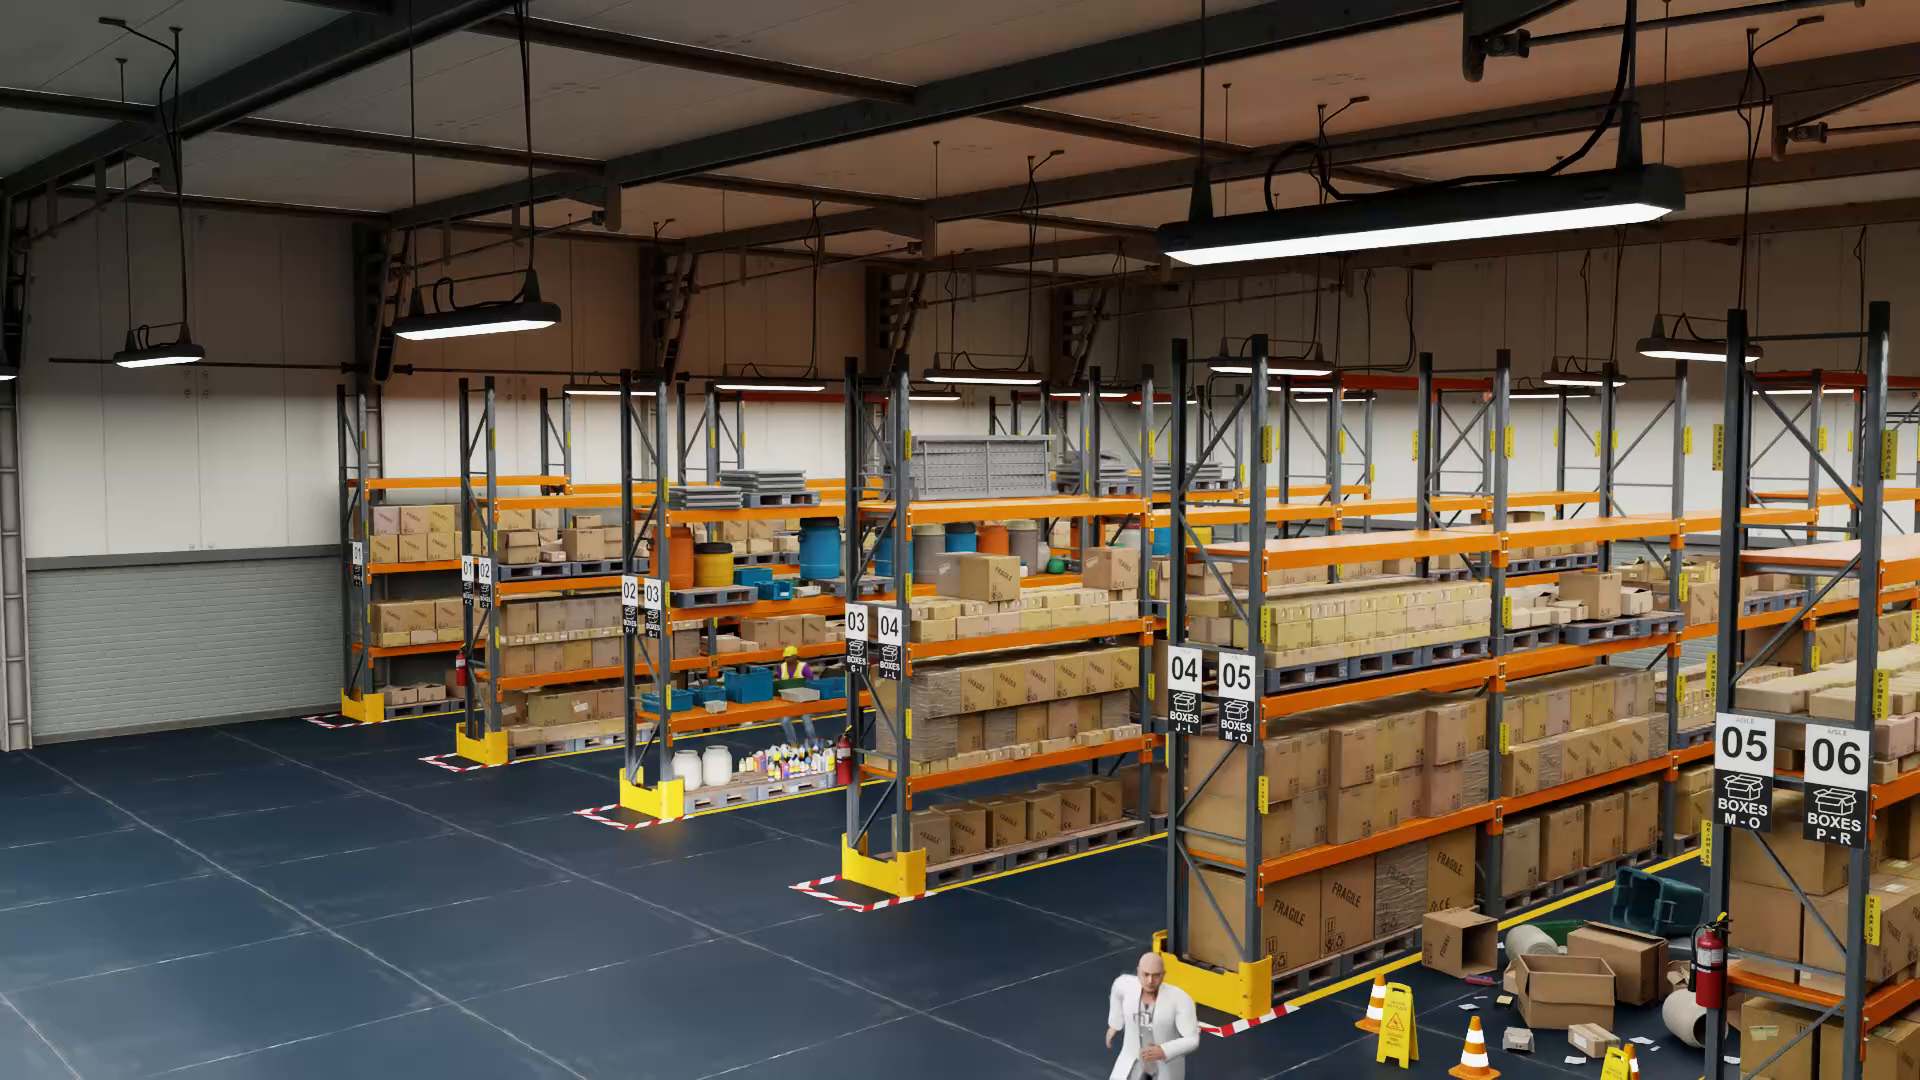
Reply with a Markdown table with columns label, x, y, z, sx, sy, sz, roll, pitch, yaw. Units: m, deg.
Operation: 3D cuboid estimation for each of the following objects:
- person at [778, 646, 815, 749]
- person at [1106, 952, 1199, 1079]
| label | x | y | z | sx | sy | sz | roll | pitch | yaw |
| --- | --- | --- | --- | --- | --- | --- | --- | --- | --- |
| person | -2.619 | 2.552 | 26.711 | 0.647 | 1.737 | 0.619 | 1 | 4 | 8 |
| person | 1.297 | 3.577 | 11.344 | 0.716 | 1.648 | 1.003 | 1 | 4 | 17 |
